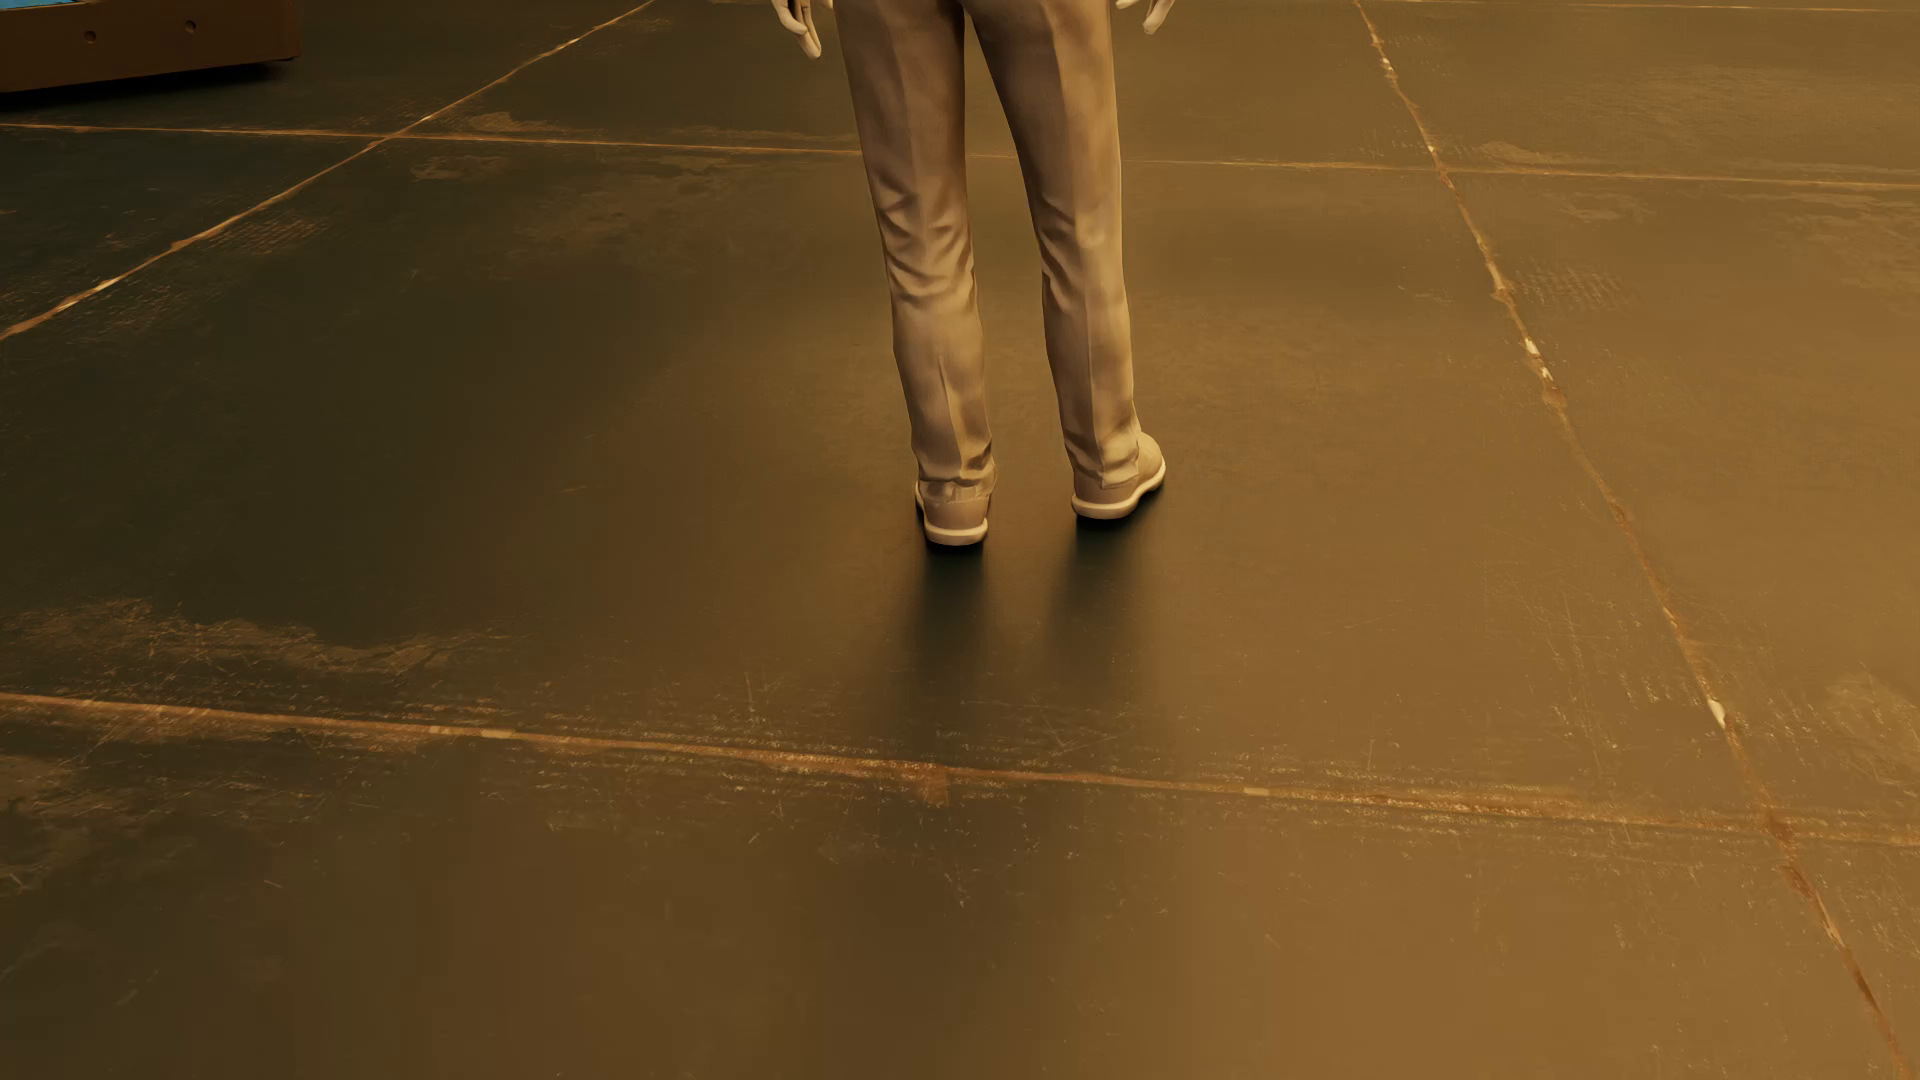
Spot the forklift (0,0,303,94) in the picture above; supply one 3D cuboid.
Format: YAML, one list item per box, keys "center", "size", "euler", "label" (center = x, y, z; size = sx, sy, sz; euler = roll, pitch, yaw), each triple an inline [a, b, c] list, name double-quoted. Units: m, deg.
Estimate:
- center: [-3.564, -3.247, 5.725]
  size: [1.130, 2.935, 3.031]
  euler: [-21, 33, -35]
  label: "forklift"

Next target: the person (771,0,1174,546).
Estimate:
- center: [0.016, -0.795, 2.179]
  size: [0.586, 1.694, 0.530]
  euler: [3, 27, 7]
  label: "person"
